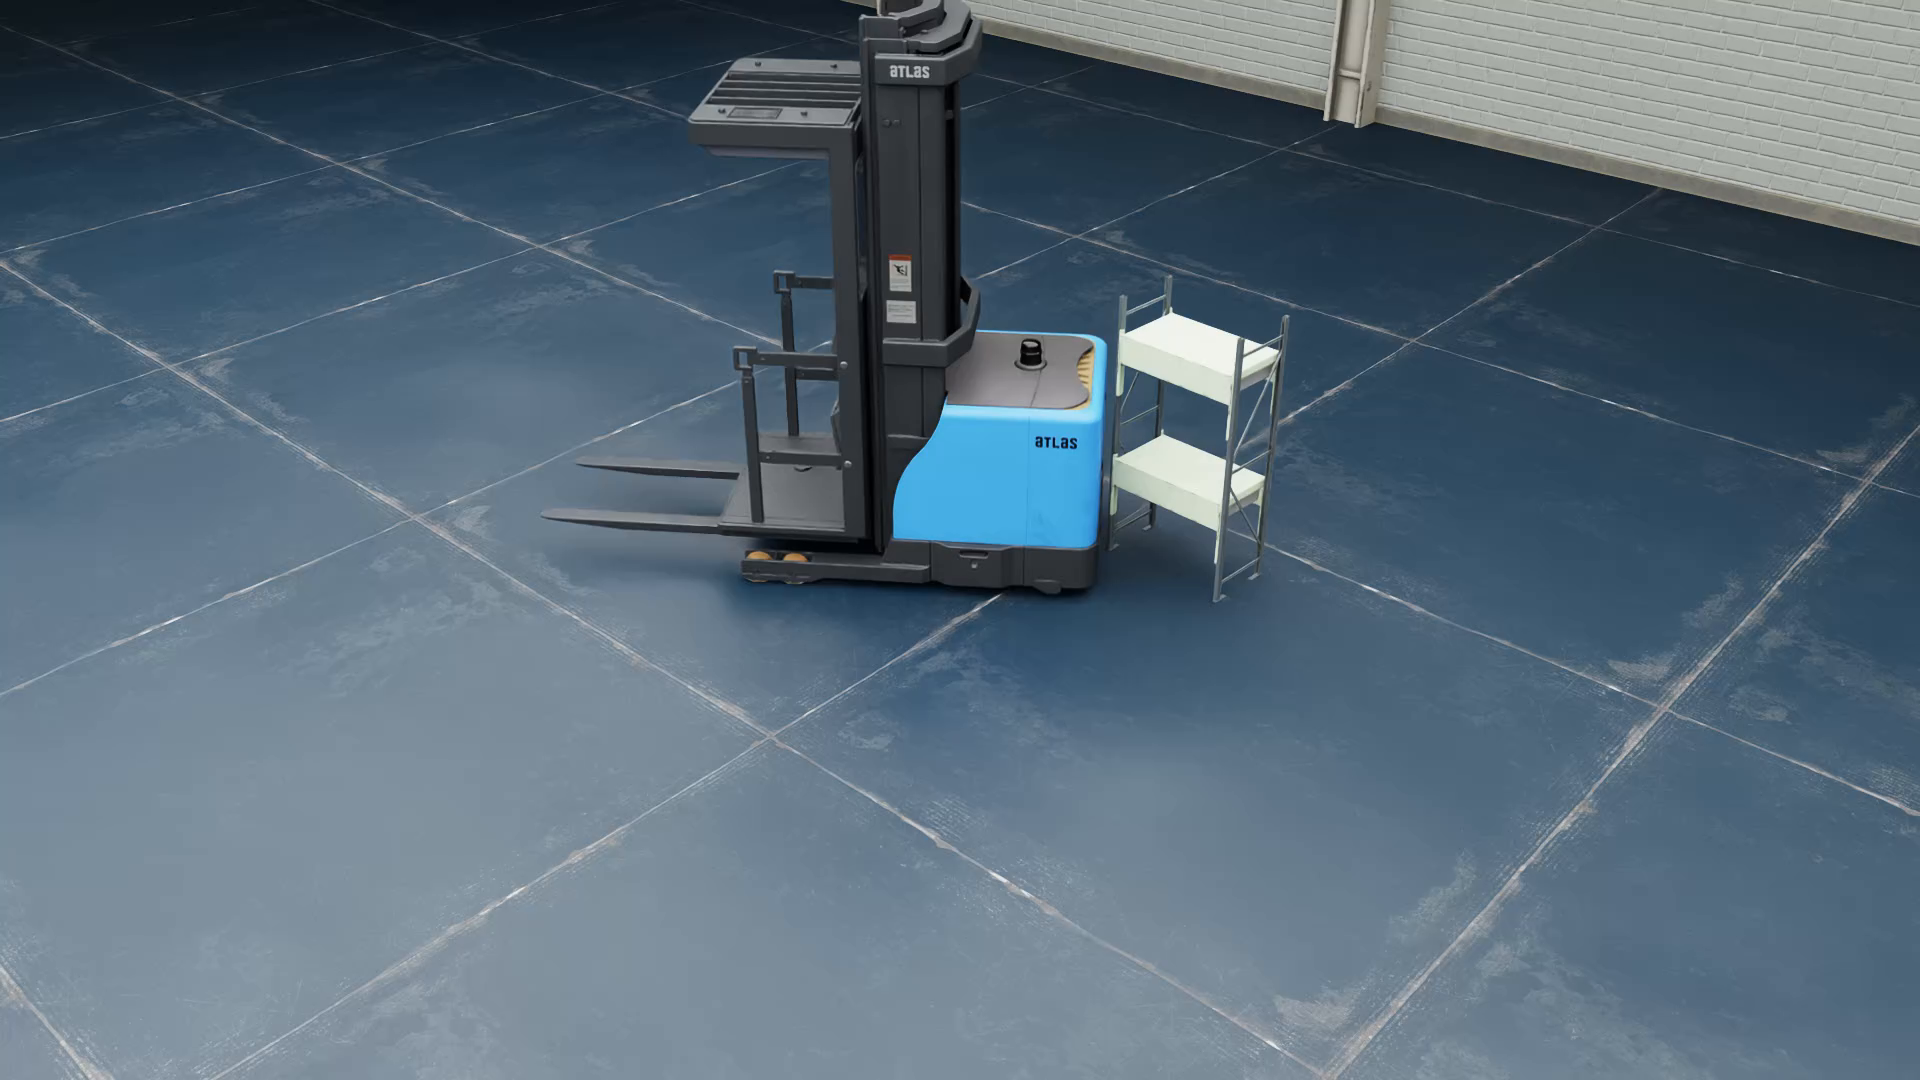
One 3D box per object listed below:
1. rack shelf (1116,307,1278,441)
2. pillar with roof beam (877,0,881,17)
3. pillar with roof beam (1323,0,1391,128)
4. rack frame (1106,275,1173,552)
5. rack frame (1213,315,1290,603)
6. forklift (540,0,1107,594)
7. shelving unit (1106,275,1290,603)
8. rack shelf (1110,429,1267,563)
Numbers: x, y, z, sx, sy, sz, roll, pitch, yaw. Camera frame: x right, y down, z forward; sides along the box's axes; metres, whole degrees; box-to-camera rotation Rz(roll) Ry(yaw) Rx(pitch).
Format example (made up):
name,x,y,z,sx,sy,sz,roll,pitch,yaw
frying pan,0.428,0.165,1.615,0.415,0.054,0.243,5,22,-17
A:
name,x,y,z,sx,sy,sz,roll,pitch,yaw
rack shelf,1.212,-0.855,8.460,0.720,0.370,0.431,27,40,37
pillar with roof beam,-3.609,-8.304,14.319,0.400,9.000,9.100,25,39,35
pillar with roof beam,0.840,-6.227,10.869,0.400,9.000,9.100,25,39,35
rack frame,0.953,-0.654,8.882,0.023,1.500,0.400,27,40,37
rack frame,1.472,-0.388,8.440,0.023,1.500,0.400,27,40,37
forklift,-0.743,-1.284,8.541,3.031,2.935,1.130,3,31,5
shelving unit,1.212,-0.521,8.661,0.755,1.500,0.431,27,40,37
rack shelf,1.212,-0.241,8.829,0.720,0.370,0.431,27,40,37
